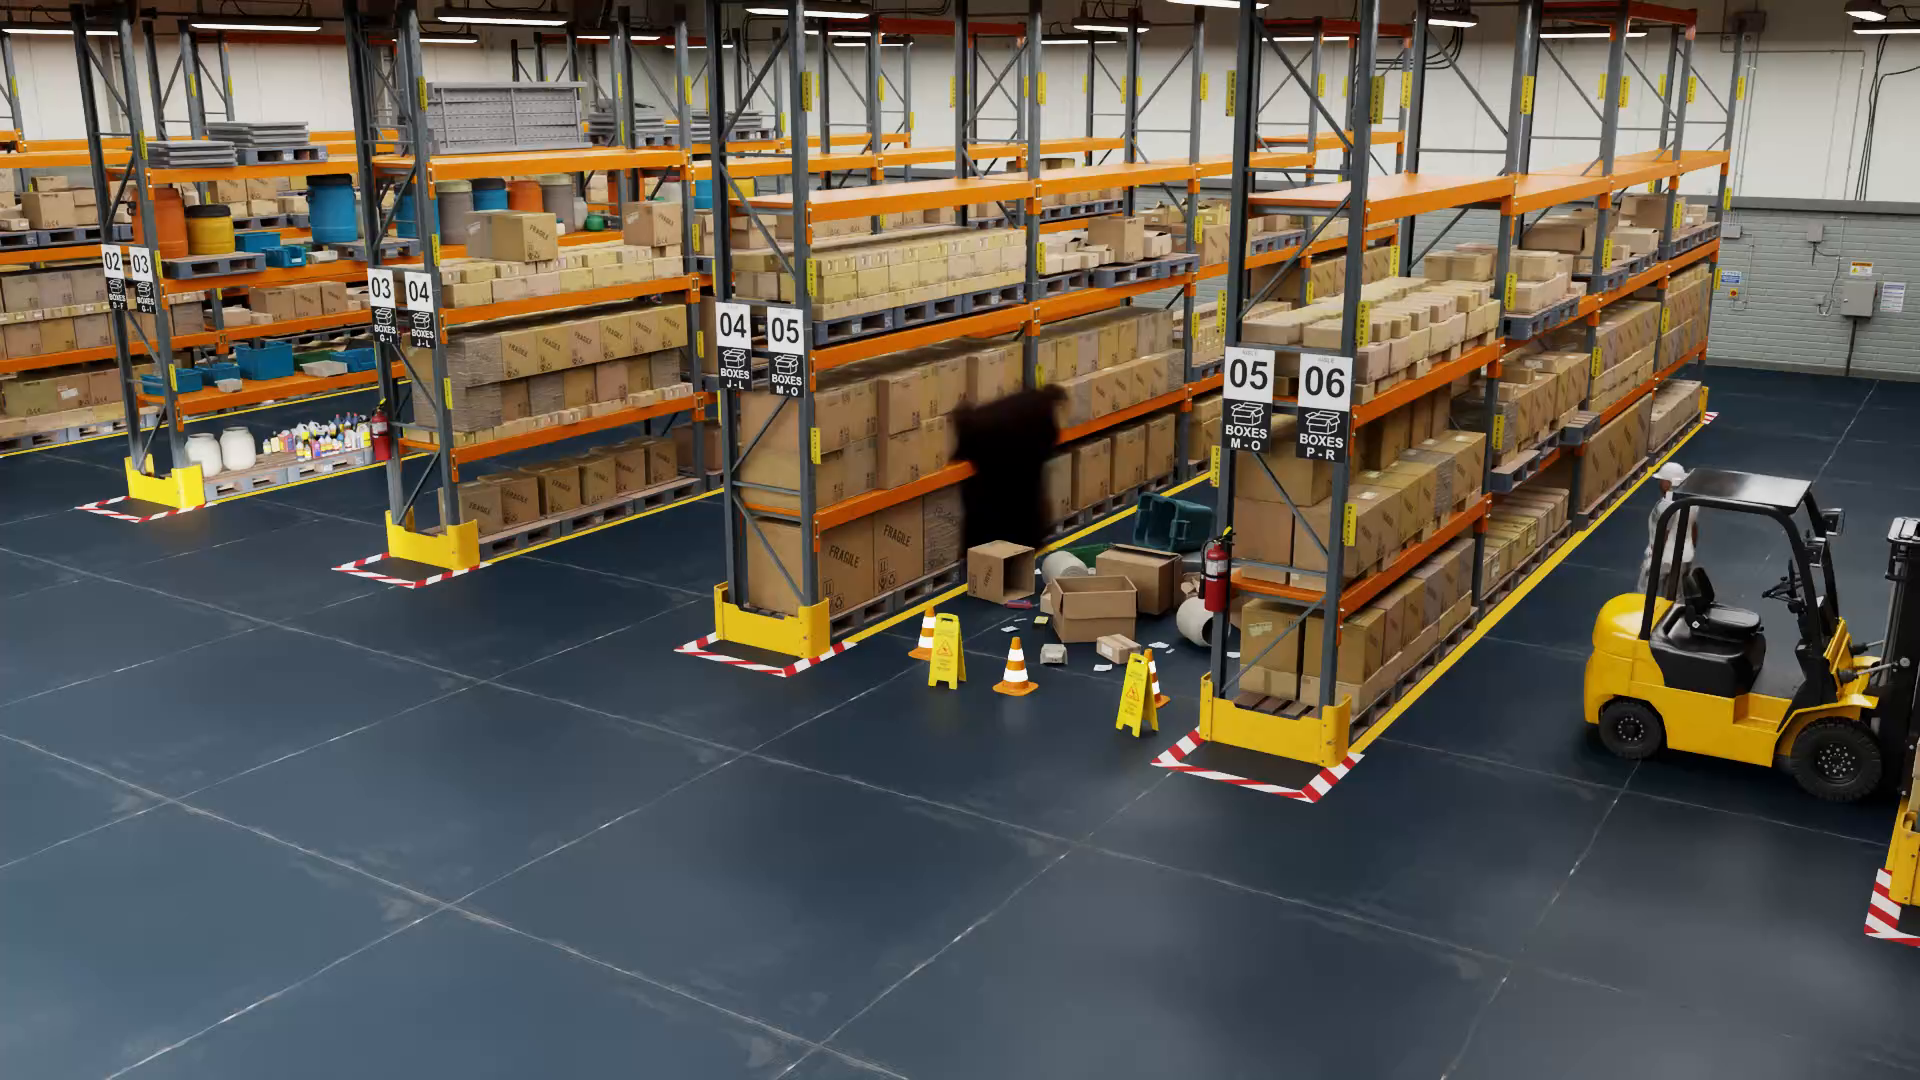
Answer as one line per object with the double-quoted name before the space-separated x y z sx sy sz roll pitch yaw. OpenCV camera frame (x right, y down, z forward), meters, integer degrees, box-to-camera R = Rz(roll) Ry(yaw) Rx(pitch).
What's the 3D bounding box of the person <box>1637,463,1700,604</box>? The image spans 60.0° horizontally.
"person" 6.496 0.179 15.287 0.664 1.799 0.398 -4 16 -15
